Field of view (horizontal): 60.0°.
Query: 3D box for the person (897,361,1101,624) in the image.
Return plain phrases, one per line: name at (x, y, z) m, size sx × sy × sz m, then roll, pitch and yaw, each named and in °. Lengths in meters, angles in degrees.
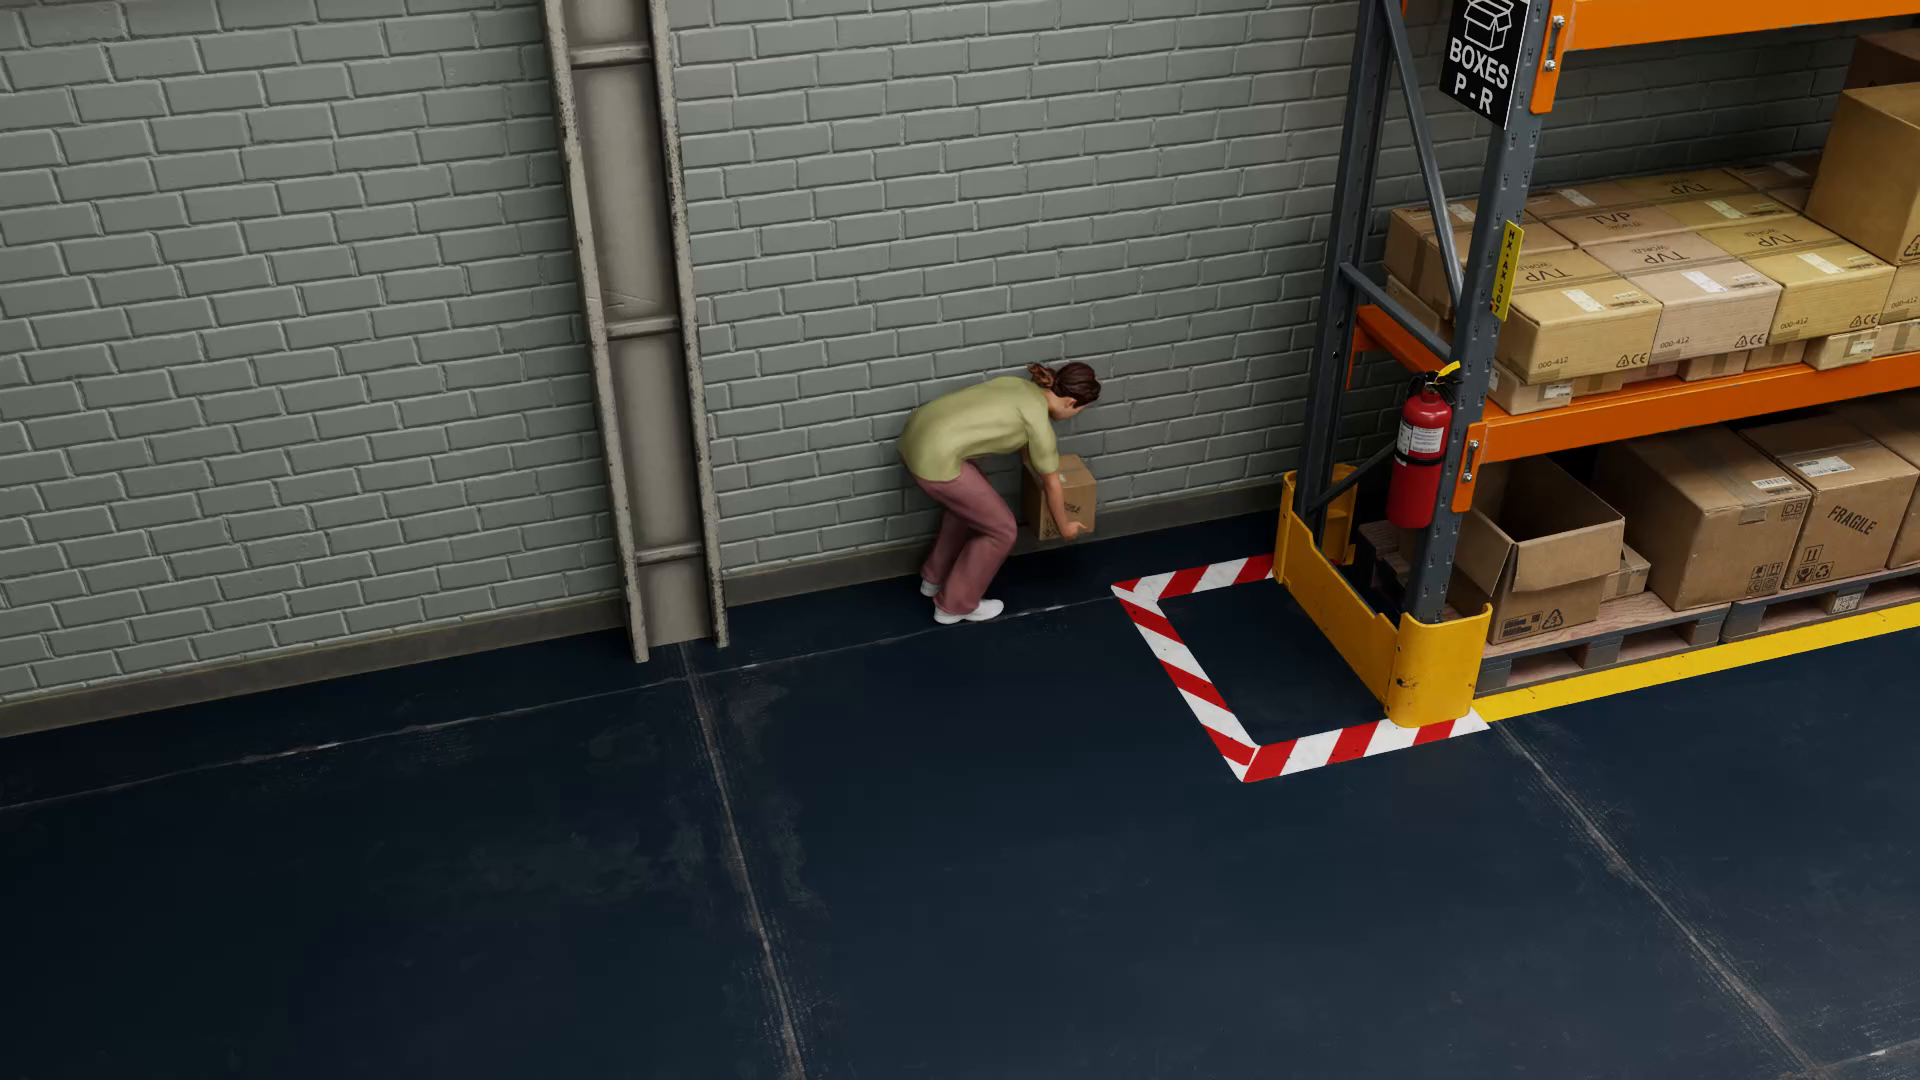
person at (0.171, -0.207, 6.998) m, size 0.863 × 1.063 × 0.458 m, roll -12°, pitch 36°, yaw -17°
